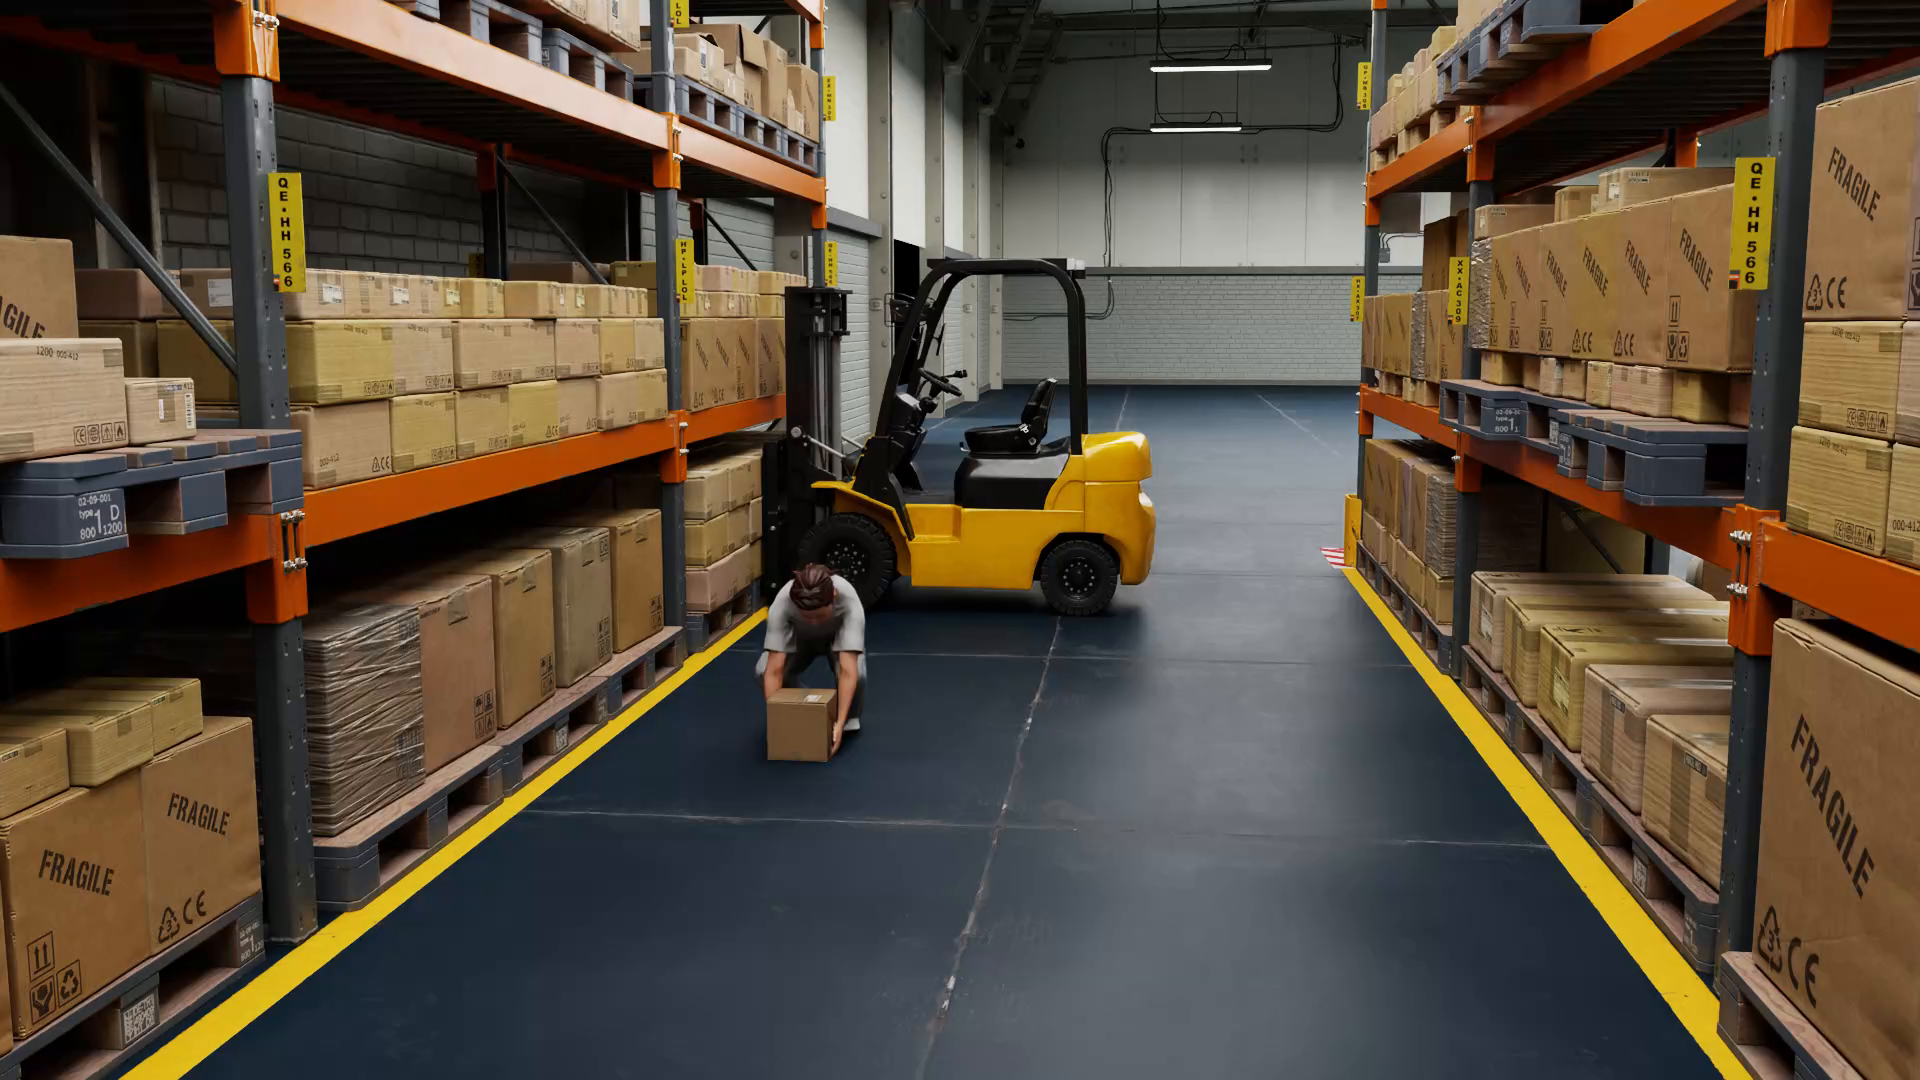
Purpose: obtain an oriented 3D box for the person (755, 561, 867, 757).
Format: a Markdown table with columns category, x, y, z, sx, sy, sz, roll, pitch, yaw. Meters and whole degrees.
| category | x | y | z | sx | sy | sz | roll | pitch | yaw |
| --- | --- | --- | --- | --- | --- | --- | --- | --- | --- |
| person | -0.626 | 0.471 | 7.211 | 0.482 | 0.807 | 0.807 | 1 | 8 | 6 |
